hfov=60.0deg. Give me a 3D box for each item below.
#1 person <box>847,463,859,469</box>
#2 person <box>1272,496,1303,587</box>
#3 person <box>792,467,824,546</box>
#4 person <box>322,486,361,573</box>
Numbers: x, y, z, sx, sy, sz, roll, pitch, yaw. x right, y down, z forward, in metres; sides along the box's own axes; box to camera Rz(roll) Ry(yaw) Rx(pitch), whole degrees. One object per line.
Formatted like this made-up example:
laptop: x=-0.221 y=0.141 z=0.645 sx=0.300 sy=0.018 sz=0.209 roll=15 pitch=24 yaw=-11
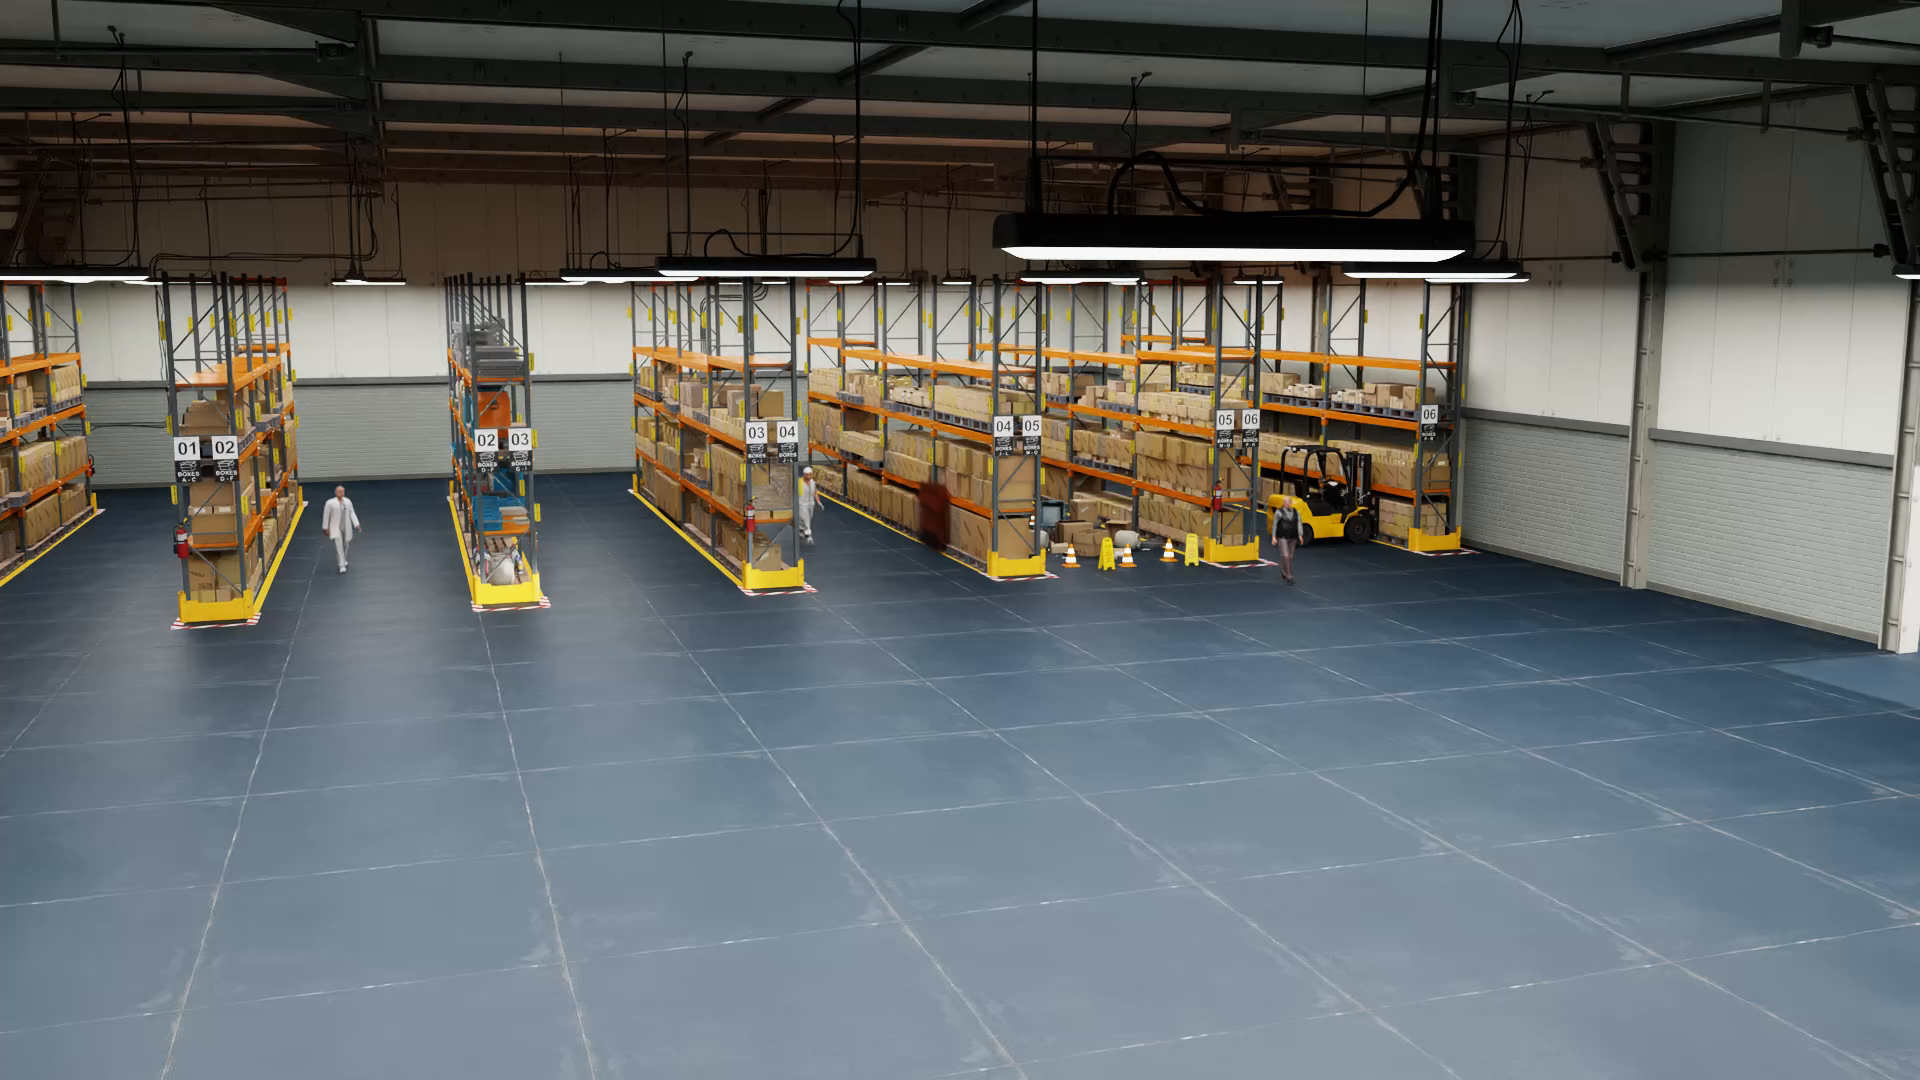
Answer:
person: x=-3.315 y=-2.677 z=50.222 sx=0.680 sy=1.642 sz=0.492 roll=-5 pitch=10 yaw=-28
person: x=6.416 y=0.009 z=32.461 sx=0.564 sy=1.751 sz=0.766 roll=-2 pitch=9 yaw=-13
person: x=-3.421 y=-0.775 z=37.342 sx=0.636 sy=1.738 sz=1.083 roll=-6 pitch=10 yaw=-33
person: x=-12.588 y=-0.243 z=33.827 sx=0.698 sy=1.727 sz=1.159 roll=-6 pitch=10 yaw=-33
